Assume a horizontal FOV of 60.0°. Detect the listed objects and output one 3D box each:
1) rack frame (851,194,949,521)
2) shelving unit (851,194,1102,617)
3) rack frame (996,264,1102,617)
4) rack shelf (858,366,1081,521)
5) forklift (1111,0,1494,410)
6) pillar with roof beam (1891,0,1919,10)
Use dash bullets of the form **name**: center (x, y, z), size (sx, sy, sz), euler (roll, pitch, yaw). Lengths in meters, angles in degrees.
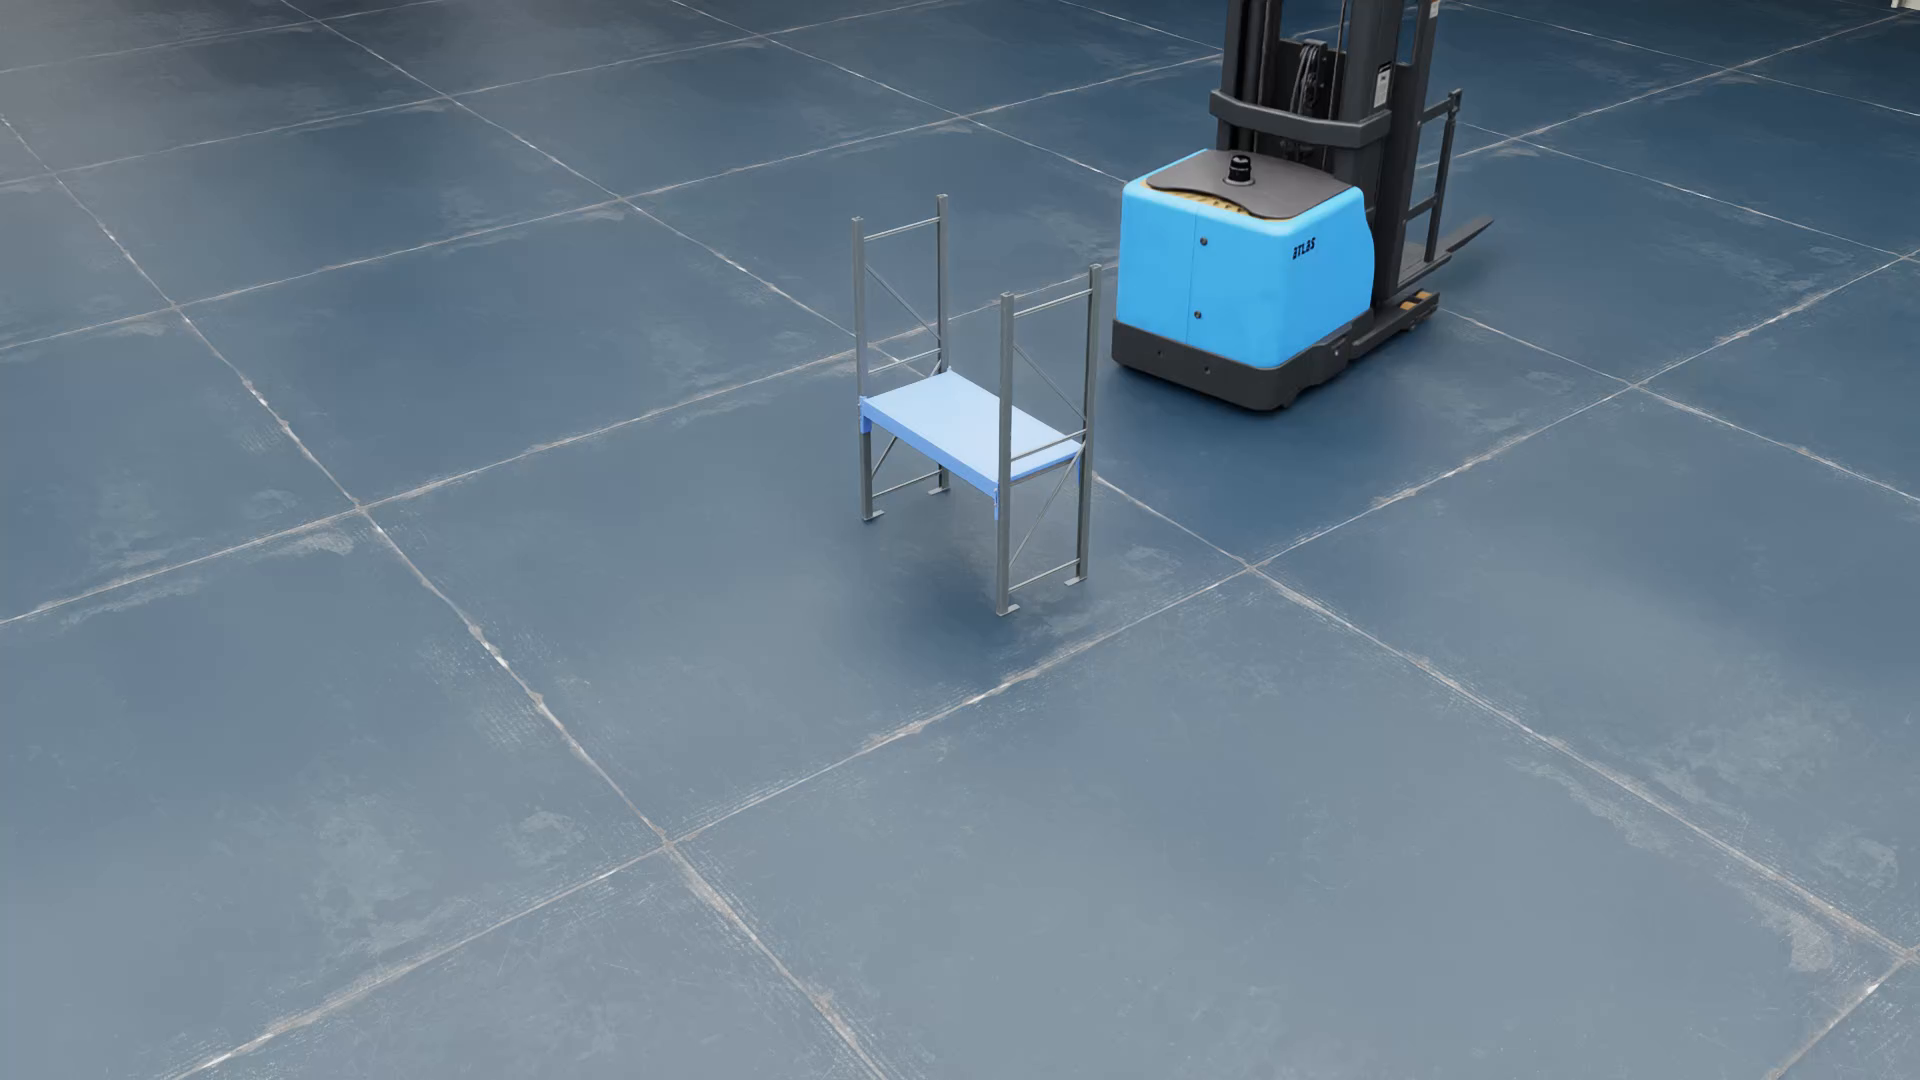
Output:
- **rack frame**: center (-0.259, -0.813, 7.638), size (0.500, 1.500, 0.032), euler (-22, 38, -31)
- **shelving unit**: center (0.052, -0.602, 7.297), size (0.538, 1.500, 1.048), euler (-22, 38, -31)
- **rack frame**: center (0.364, -0.390, 6.956), size (0.500, 1.500, 0.032), euler (-22, 38, -31)
- **rack shelf**: center (0.052, -0.449, 7.392), size (0.538, 0.185, 1.000), euler (-22, 38, -31)
- **forklift**: center (2.182, -2.625, 9.198), size (1.130, 2.935, 3.031), euler (24, 39, 34)
- **pillar with roof beam**: center (5.810, -7.539, 11.359), size (9.100, 9.000, 0.400), euler (-22, 38, -31)
